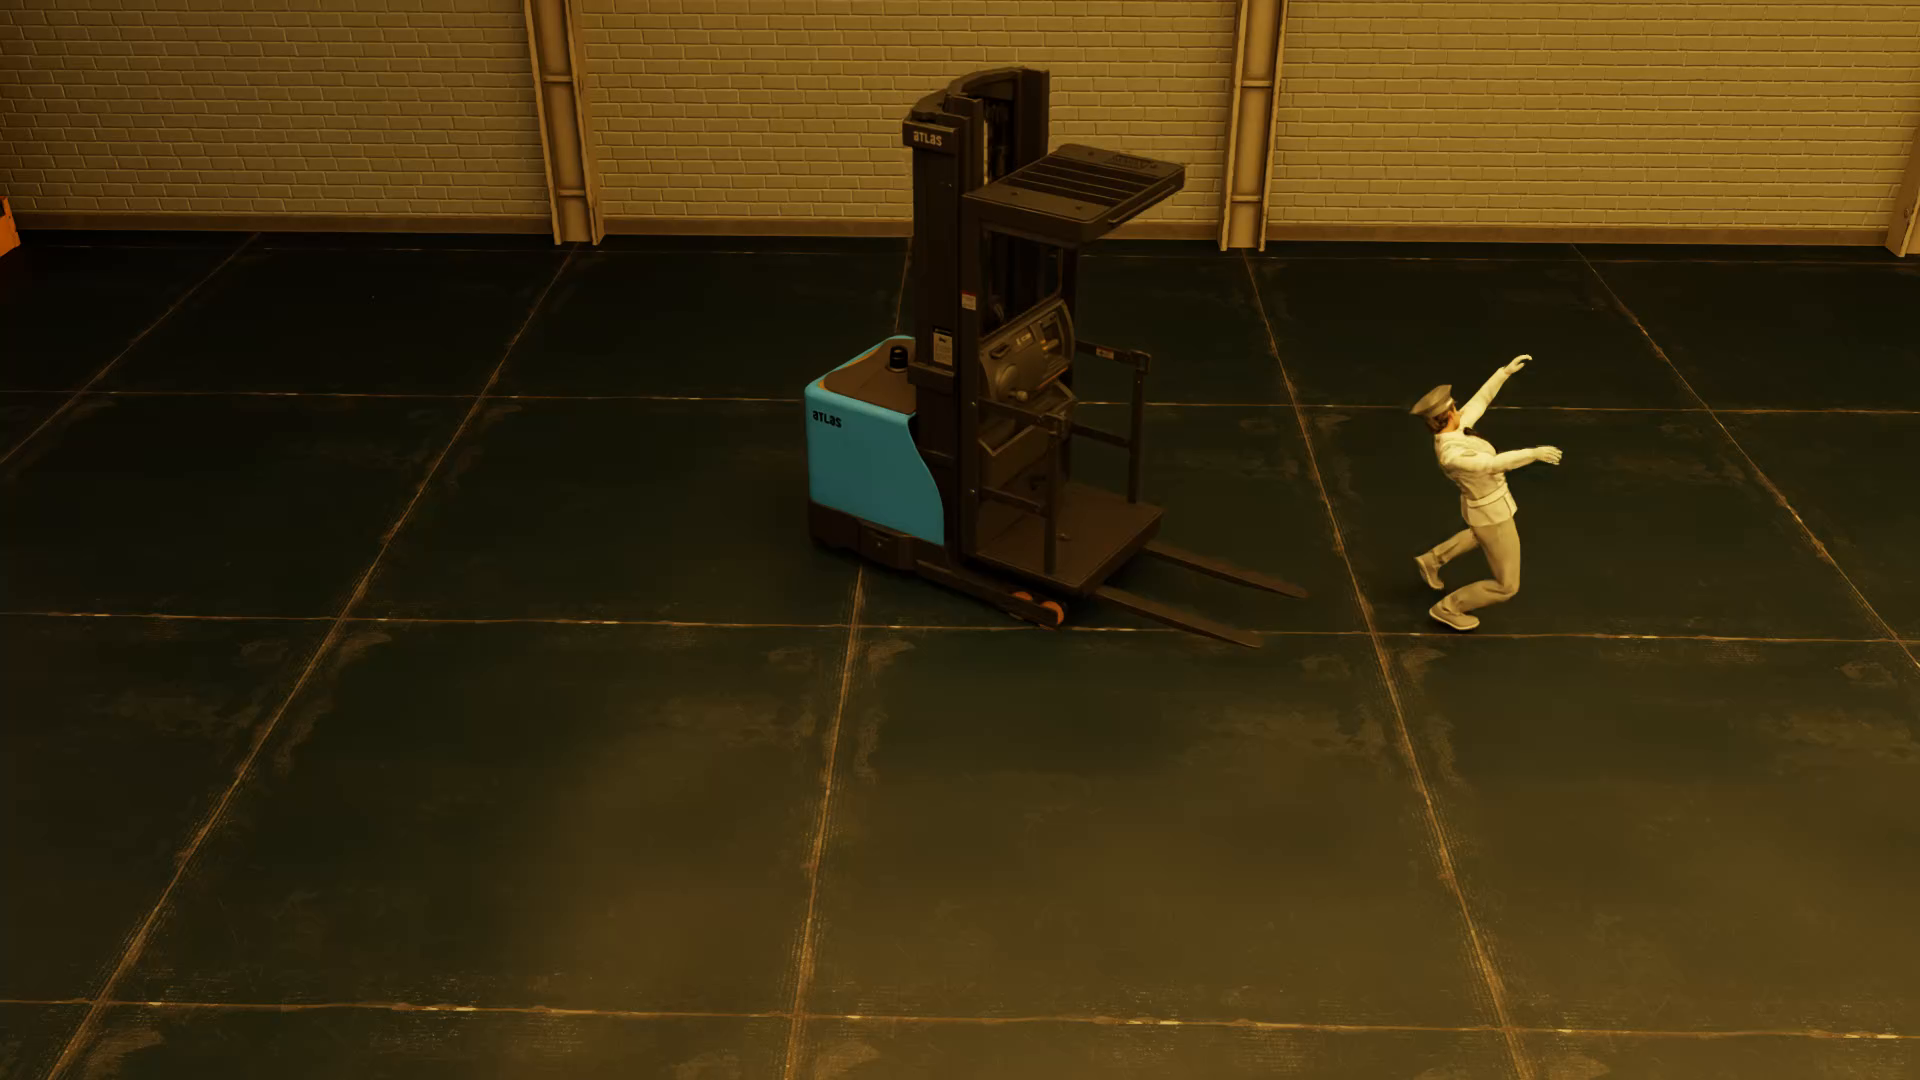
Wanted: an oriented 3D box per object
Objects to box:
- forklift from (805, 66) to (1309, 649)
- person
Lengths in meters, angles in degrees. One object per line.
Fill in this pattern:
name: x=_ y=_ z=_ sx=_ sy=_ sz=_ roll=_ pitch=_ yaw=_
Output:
forklift: x=0.561 y=-1.049 z=9.393 sx=3.031 sy=2.935 sz=1.130 roll=19 pitch=35 yaw=28
person: x=2.825 y=-0.184 z=9.264 sx=0.692 sy=1.537 sz=0.936 roll=1 pitch=31 yaw=2
